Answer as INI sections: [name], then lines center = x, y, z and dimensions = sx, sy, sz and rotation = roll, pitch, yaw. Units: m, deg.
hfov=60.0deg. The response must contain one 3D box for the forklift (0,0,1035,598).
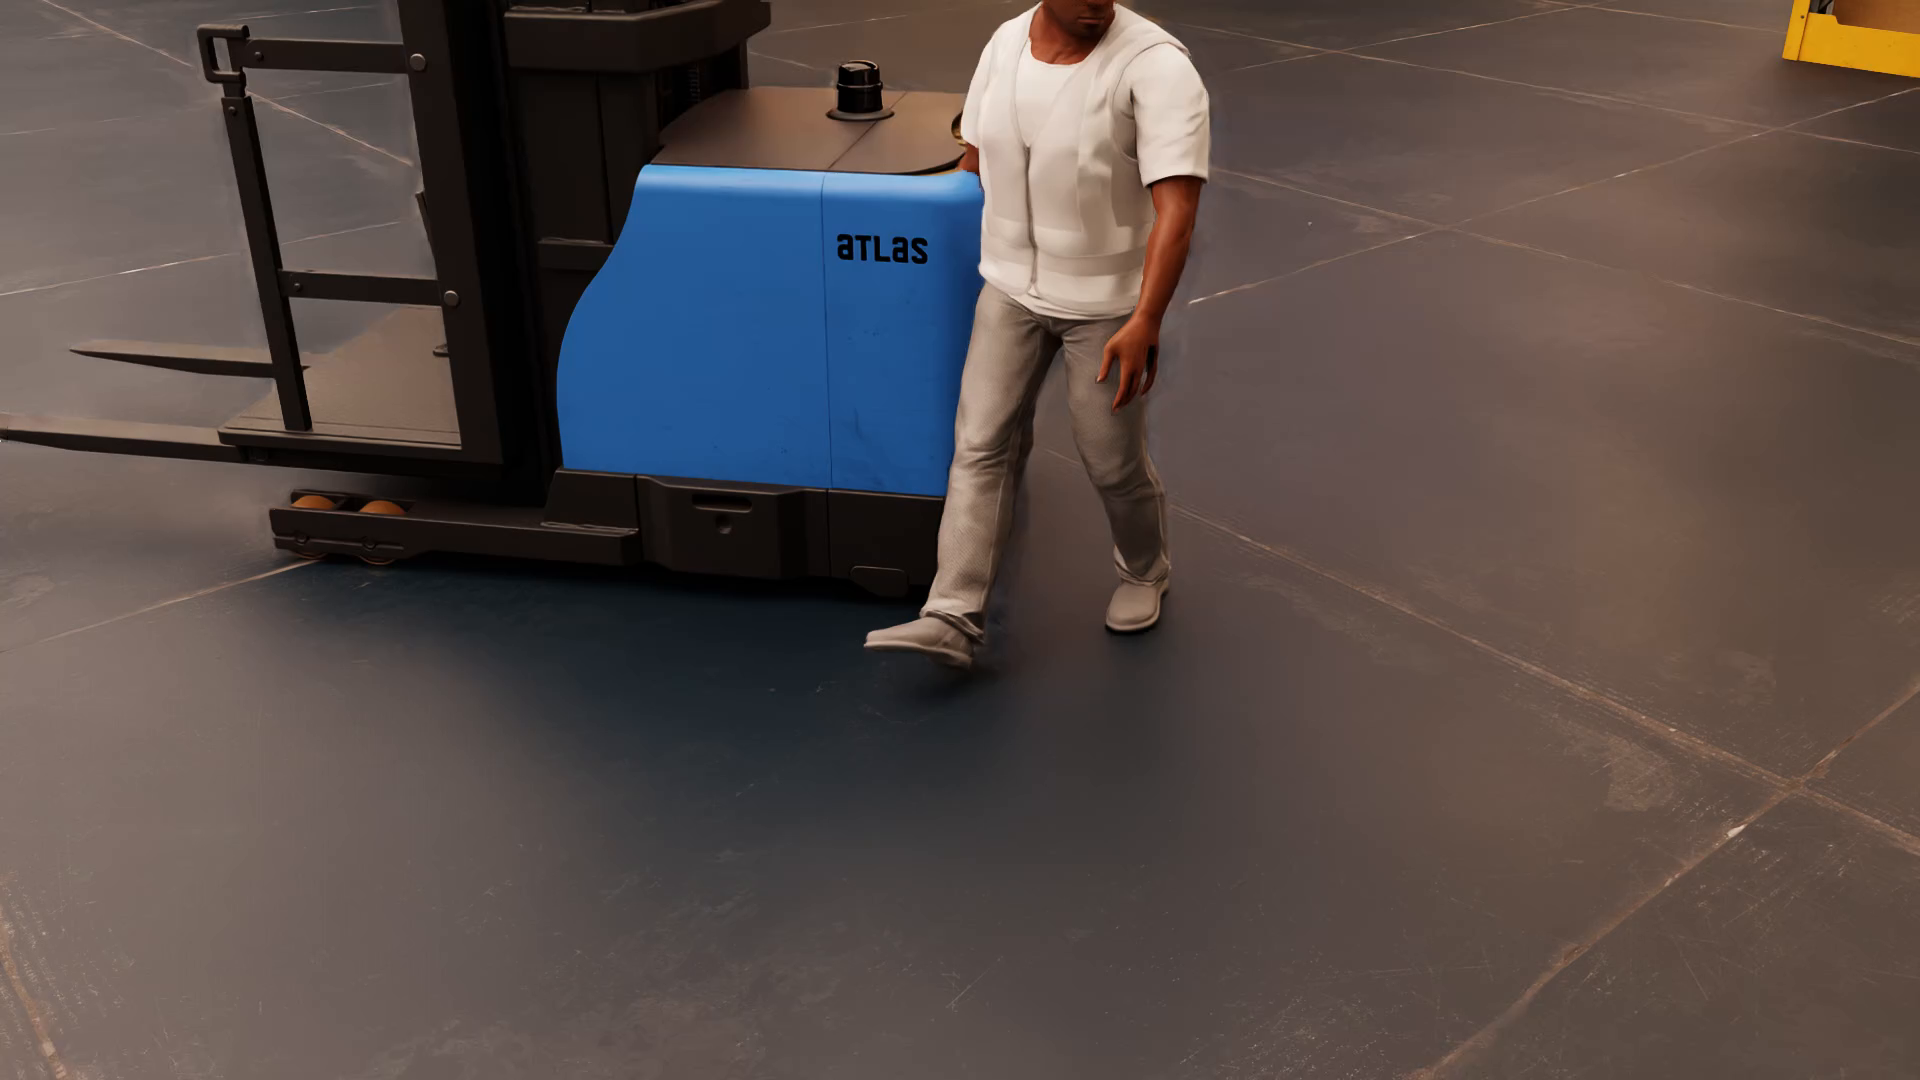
[forklift]
center = -1.348, -1.472, 4.170
dimensions = 3.031, 2.935, 1.130
rotation = 5, 27, 9

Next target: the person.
[person]
center = 0.147, -0.523, 3.622
dimensions = 0.771, 1.718, 0.915
rotation = 17, 31, 31
